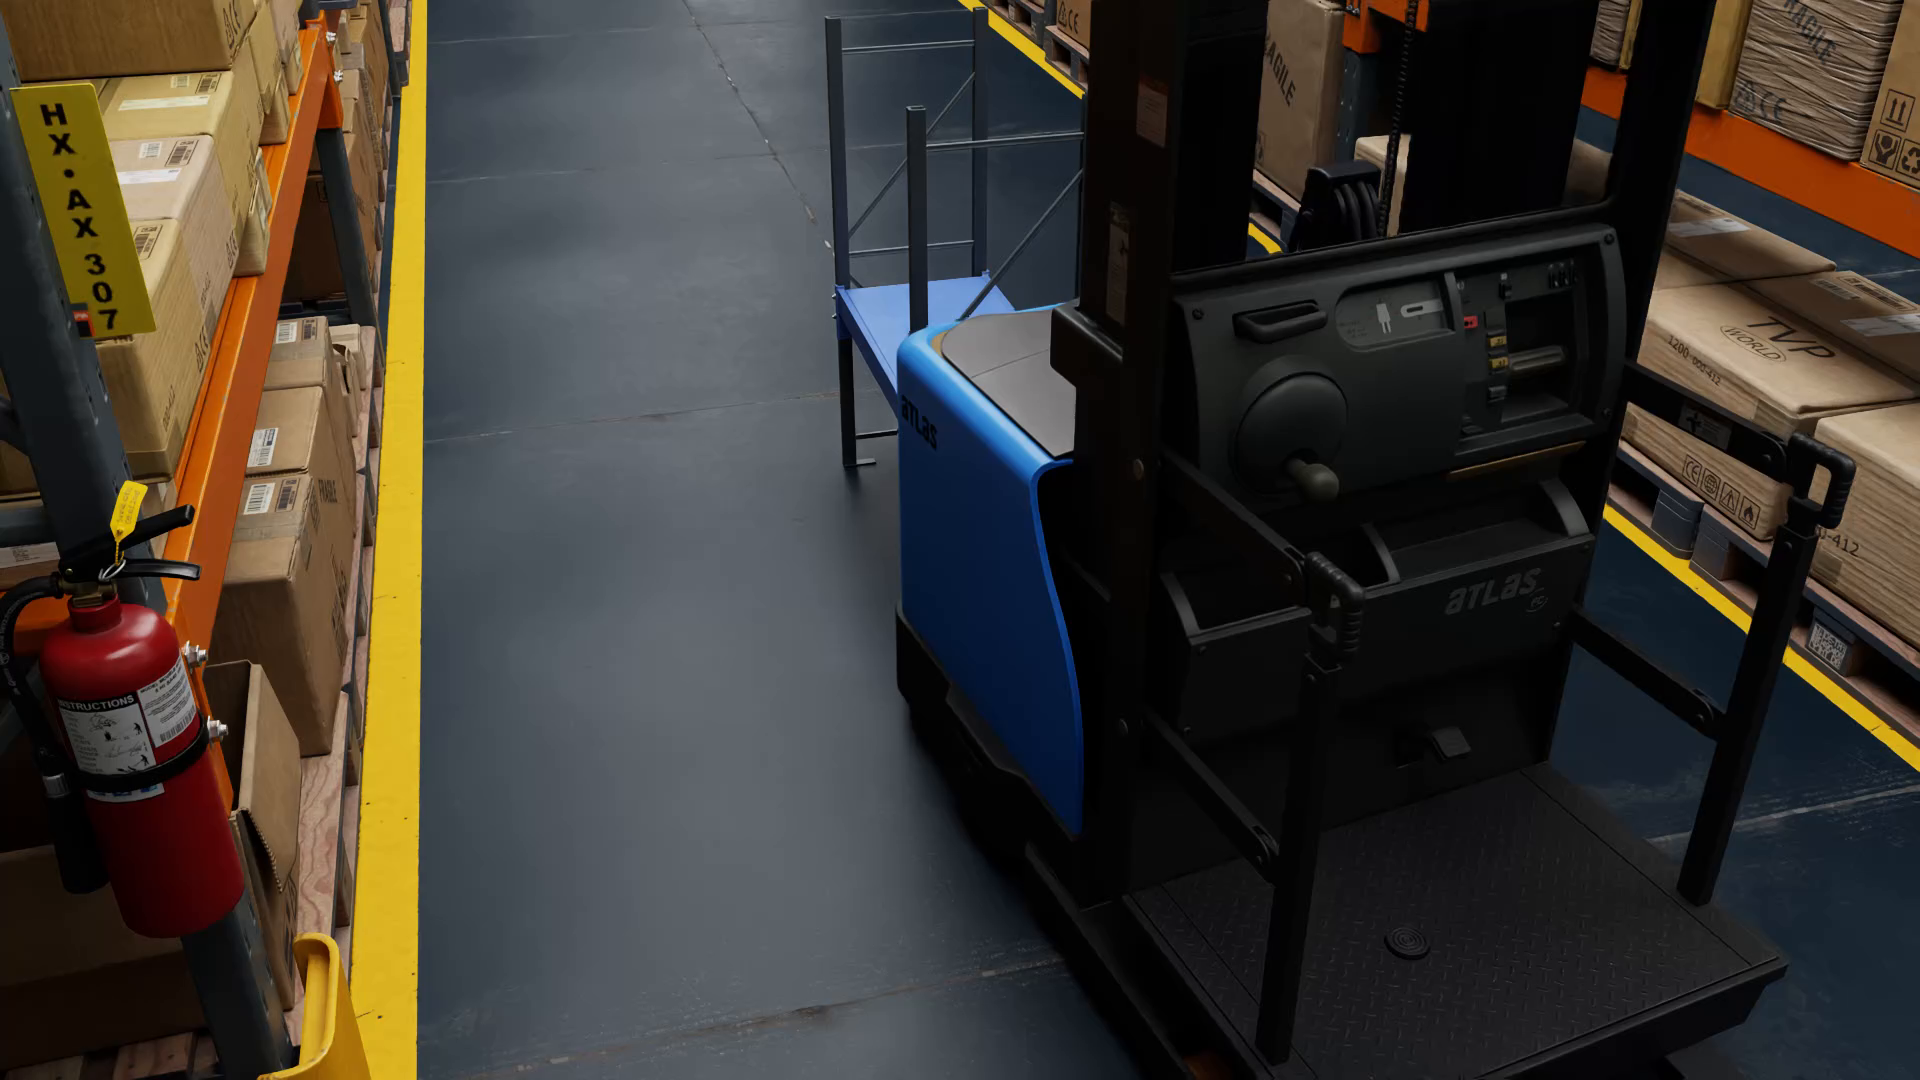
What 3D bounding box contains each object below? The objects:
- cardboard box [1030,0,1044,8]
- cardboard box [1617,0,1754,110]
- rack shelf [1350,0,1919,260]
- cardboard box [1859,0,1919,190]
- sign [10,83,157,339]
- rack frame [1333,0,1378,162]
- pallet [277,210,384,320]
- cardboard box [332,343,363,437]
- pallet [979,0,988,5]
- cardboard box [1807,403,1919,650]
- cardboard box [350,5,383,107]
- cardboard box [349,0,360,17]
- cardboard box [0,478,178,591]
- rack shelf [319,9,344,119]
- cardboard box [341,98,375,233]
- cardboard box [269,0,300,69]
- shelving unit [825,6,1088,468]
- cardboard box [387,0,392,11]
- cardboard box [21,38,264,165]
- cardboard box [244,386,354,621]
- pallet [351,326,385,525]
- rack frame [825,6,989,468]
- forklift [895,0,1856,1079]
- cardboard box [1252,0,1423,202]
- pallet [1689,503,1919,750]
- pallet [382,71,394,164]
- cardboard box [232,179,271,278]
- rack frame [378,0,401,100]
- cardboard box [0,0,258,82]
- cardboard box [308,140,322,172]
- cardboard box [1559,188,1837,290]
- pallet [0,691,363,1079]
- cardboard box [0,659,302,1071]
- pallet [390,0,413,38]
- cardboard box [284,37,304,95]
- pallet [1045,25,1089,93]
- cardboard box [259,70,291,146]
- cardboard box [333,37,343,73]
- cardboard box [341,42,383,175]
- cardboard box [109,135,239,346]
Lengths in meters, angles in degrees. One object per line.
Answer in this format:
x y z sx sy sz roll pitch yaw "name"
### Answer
0.891 -3.807 11.037 0.950 0.372 0.625 -10 32 -17 "cardboard box"
2.358 -1.605 4.929 0.500 0.500 0.500 -7 31 -12 "cardboard box"
2.624 -1.279 5.184 1.077 0.370 4.000 -8 31 -13 "rack shelf"
2.653 -1.110 4.074 0.500 0.500 0.500 -8 31 -14 "cardboard box"
-1.106 -0.410 2.099 0.100 0.325 0.005 -8 31 -13 "sign"
2.093 -2.557 6.673 1.000 3.000 0.127 -8 31 -13 "rack frame"
-2.944 -1.076 6.898 1.003 0.211 1.213 -8 31 -13 "pallet"
-2.165 -0.491 5.414 0.396 0.266 0.258 -7 31 -11 "cardboard box"
0.505 -4.247 12.377 1.003 0.211 1.213 -8 31 -13 "pallet"
2.883 -0.003 4.399 0.875 0.438 0.875 -9 31 -15 "cardboard box"
-3.311 -2.508 8.665 0.500 0.500 0.500 -8 31 -14 "cardboard box"
-3.248 -2.742 8.421 0.380 0.149 0.250 -9 31 -15 "cardboard box"
-1.452 -0.049 2.592 0.380 0.149 0.250 -8 31 -14 "cardboard box"
-3.222 -2.549 7.378 1.077 0.370 4.000 -8 31 -13 "rack shelf"
-2.754 -1.514 6.948 0.500 0.500 0.500 -8 31 -14 "cardboard box"
-2.174 -1.505 4.709 0.500 0.250 0.500 -8 31 -13 "cardboard box"
-0.023 -0.690 4.945 0.538 1.500 1.048 -8 31 -13 "shelving unit"
-4.086 -3.598 10.424 0.875 0.625 0.625 -7 31 -12 "cardboard box"
-1.918 -1.014 3.860 0.500 0.250 0.500 -9 31 -15 "cardboard box"
-1.934 -0.057 4.431 0.500 0.500 0.500 -7 31 -12 "cardboard box"
-2.510 -0.356 5.655 1.003 0.211 1.213 -8 31 -13 "pallet"
-0.158 -0.936 5.370 0.500 1.500 0.032 -8 31 -13 "rack frame"
0.896 -0.267 2.785 1.130 2.935 3.031 -13 32 -21 "forklift"
1.852 -2.108 7.599 0.875 0.875 0.875 -7 31 -12 "cardboard box"
2.867 0.206 4.683 1.003 0.211 1.213 -8 31 -13 "pallet"
-3.591 -2.254 8.934 1.003 0.211 1.213 -8 31 -13 "pallet"
-1.746 -0.678 3.678 0.380 0.149 0.250 -9 31 -15 "cardboard box"
-3.753 -3.827 8.867 1.000 3.000 0.127 -8 31 -13 "rack frame"
-1.889 -1.331 3.659 0.500 0.500 0.500 -7 31 -12 "cardboard box"
-2.530 -1.484 6.248 0.380 0.149 0.250 -6 31 -11 "cardboard box"
2.395 -0.880 5.914 0.875 0.438 0.875 -9 31 -15 "cardboard box"
-1.862 0.822 3.619 1.003 0.211 1.213 -8 31 -13 "pallet"
-1.701 0.628 3.244 0.797 0.503 0.637 -9 31 -15 "cardboard box"
-4.254 -3.611 11.278 1.003 0.211 1.213 -8 31 -13 "pallet"
-2.181 -1.420 4.961 0.380 0.149 0.250 -7 31 -12 "cardboard box"
1.168 -2.891 10.034 1.003 0.211 1.213 -8 31 -13 "pallet"
-2.042 -1.171 4.529 0.380 0.149 0.250 -8 31 -14 "cardboard box"
-2.937 -2.106 7.323 0.380 0.149 0.250 -7 31 -11 "cardboard box"
-3.013 -2.007 7.799 0.500 0.500 0.500 -9 31 -15 "cardboard box"
-1.624 -0.525 3.016 0.500 0.250 0.500 -8 31 -13 "cardboard box"
